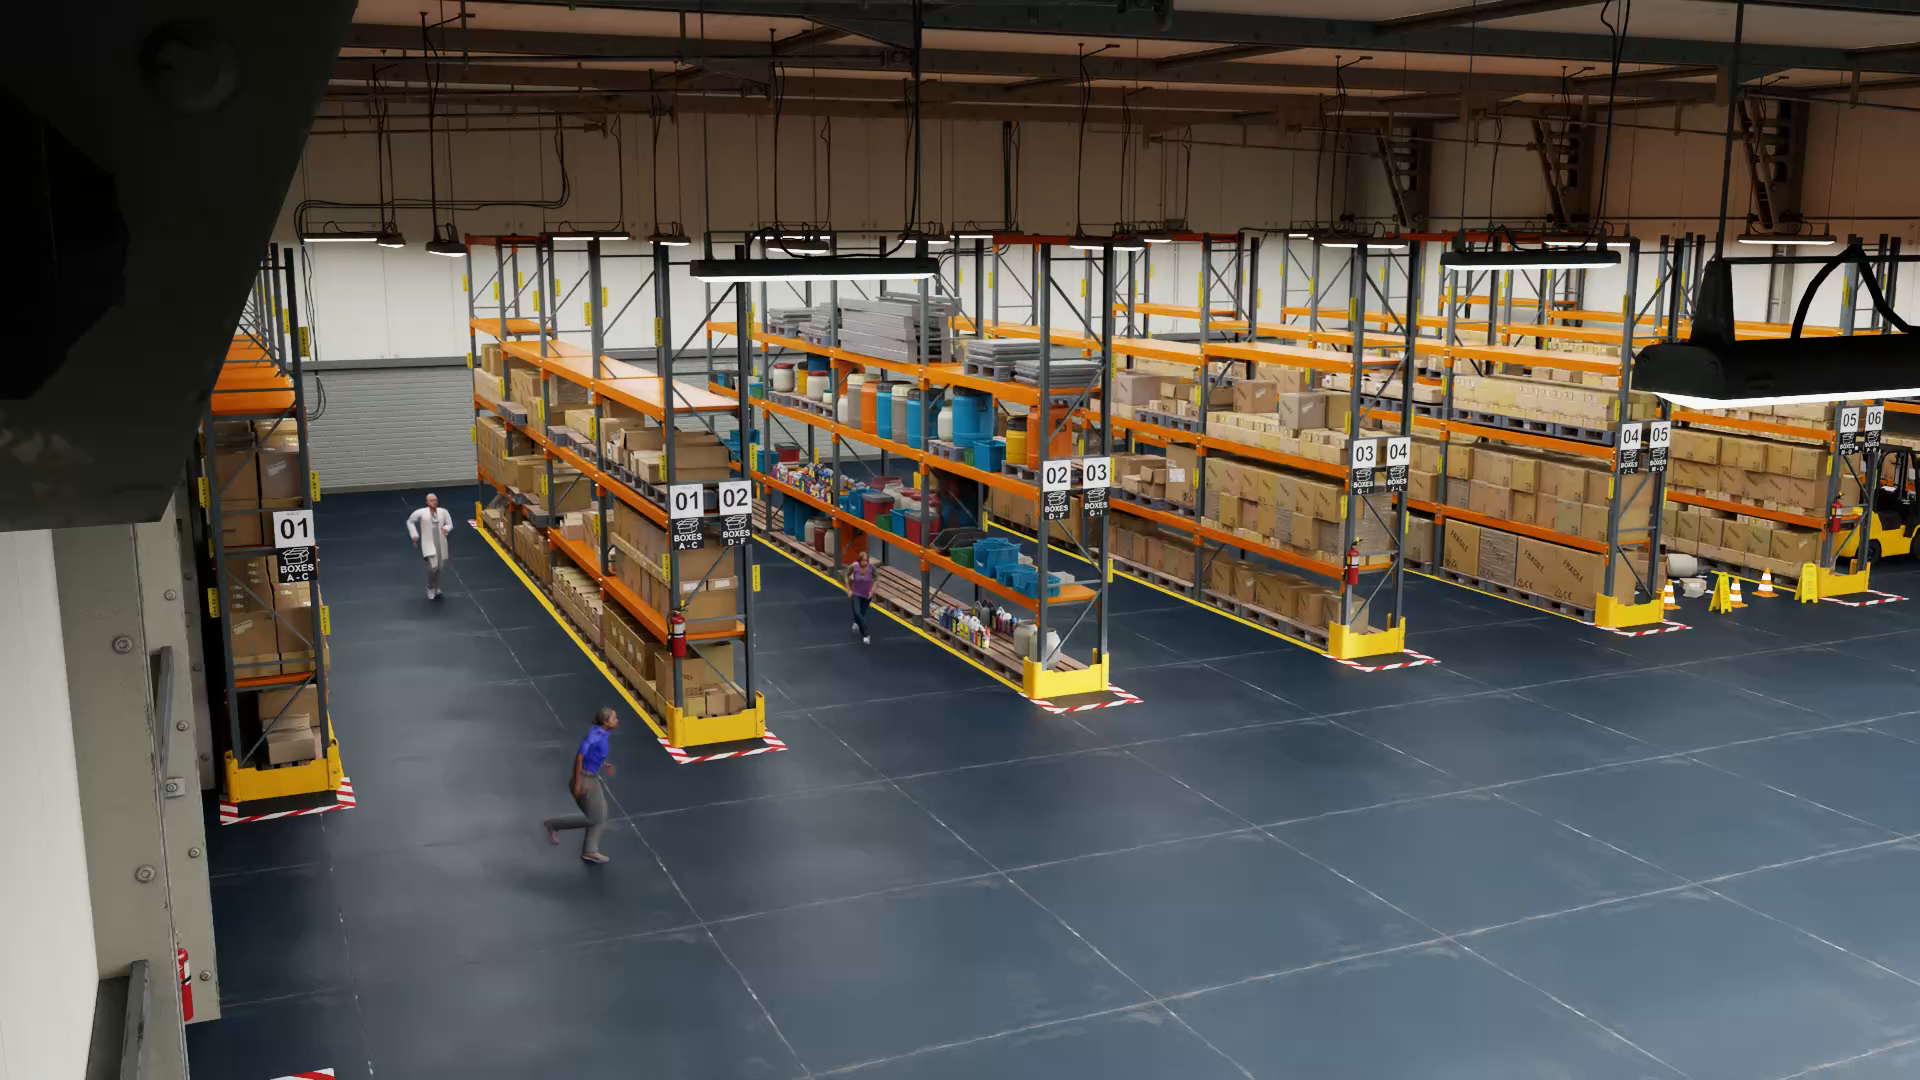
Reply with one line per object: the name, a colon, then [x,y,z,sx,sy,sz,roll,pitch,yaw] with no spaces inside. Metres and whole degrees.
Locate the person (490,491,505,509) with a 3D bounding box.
person: [-9.710,-1.408,35.918,0.925,1.771,0.619,2,11,10]

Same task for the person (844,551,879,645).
person: [-1.491,0.831,25.152,0.534,1.490,0.922,-1,11,-6]

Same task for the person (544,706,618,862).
person: [-3.761,2.439,16.533,0.763,1.597,0.555,-2,11,-8]

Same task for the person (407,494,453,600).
person: [-8.831,0.114,27.906,0.688,1.792,0.765,-8,14,-36]
